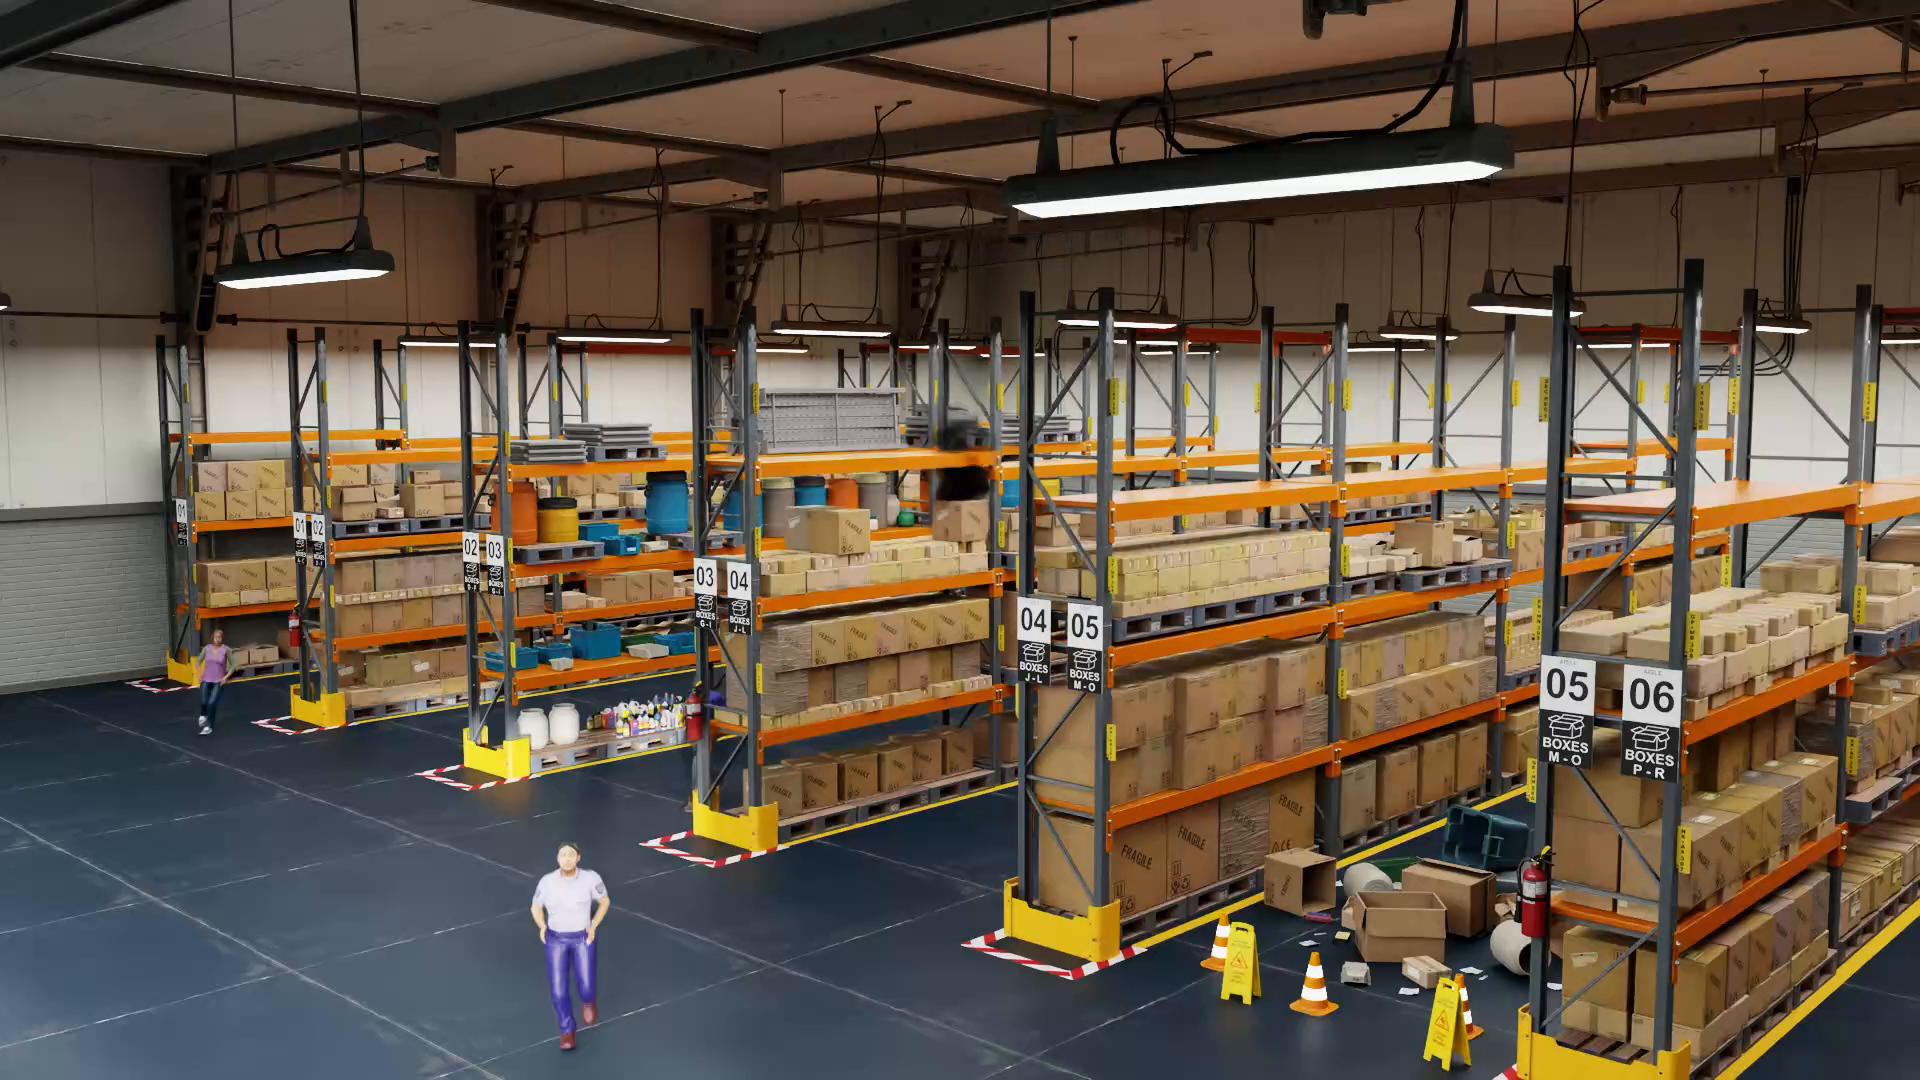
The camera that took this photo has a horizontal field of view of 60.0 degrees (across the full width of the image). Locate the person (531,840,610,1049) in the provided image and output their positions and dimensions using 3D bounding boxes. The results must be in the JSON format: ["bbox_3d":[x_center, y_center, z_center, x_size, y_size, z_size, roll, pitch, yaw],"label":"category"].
[{"bbox_3d":[-3.058,3.148,13.043,0.604,1.596,0.575,-1,5,-8],"label":"person"}]

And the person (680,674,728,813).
[{"bbox_3d":[-3.146,2.471,20.382,0.576,1.604,0.841,4,7,36],"label":"person"}]

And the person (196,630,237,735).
[{"bbox_3d":[-11.012,2.089,24.622,0.587,1.536,0.517,-2,6,-16],"label":"person"}]
